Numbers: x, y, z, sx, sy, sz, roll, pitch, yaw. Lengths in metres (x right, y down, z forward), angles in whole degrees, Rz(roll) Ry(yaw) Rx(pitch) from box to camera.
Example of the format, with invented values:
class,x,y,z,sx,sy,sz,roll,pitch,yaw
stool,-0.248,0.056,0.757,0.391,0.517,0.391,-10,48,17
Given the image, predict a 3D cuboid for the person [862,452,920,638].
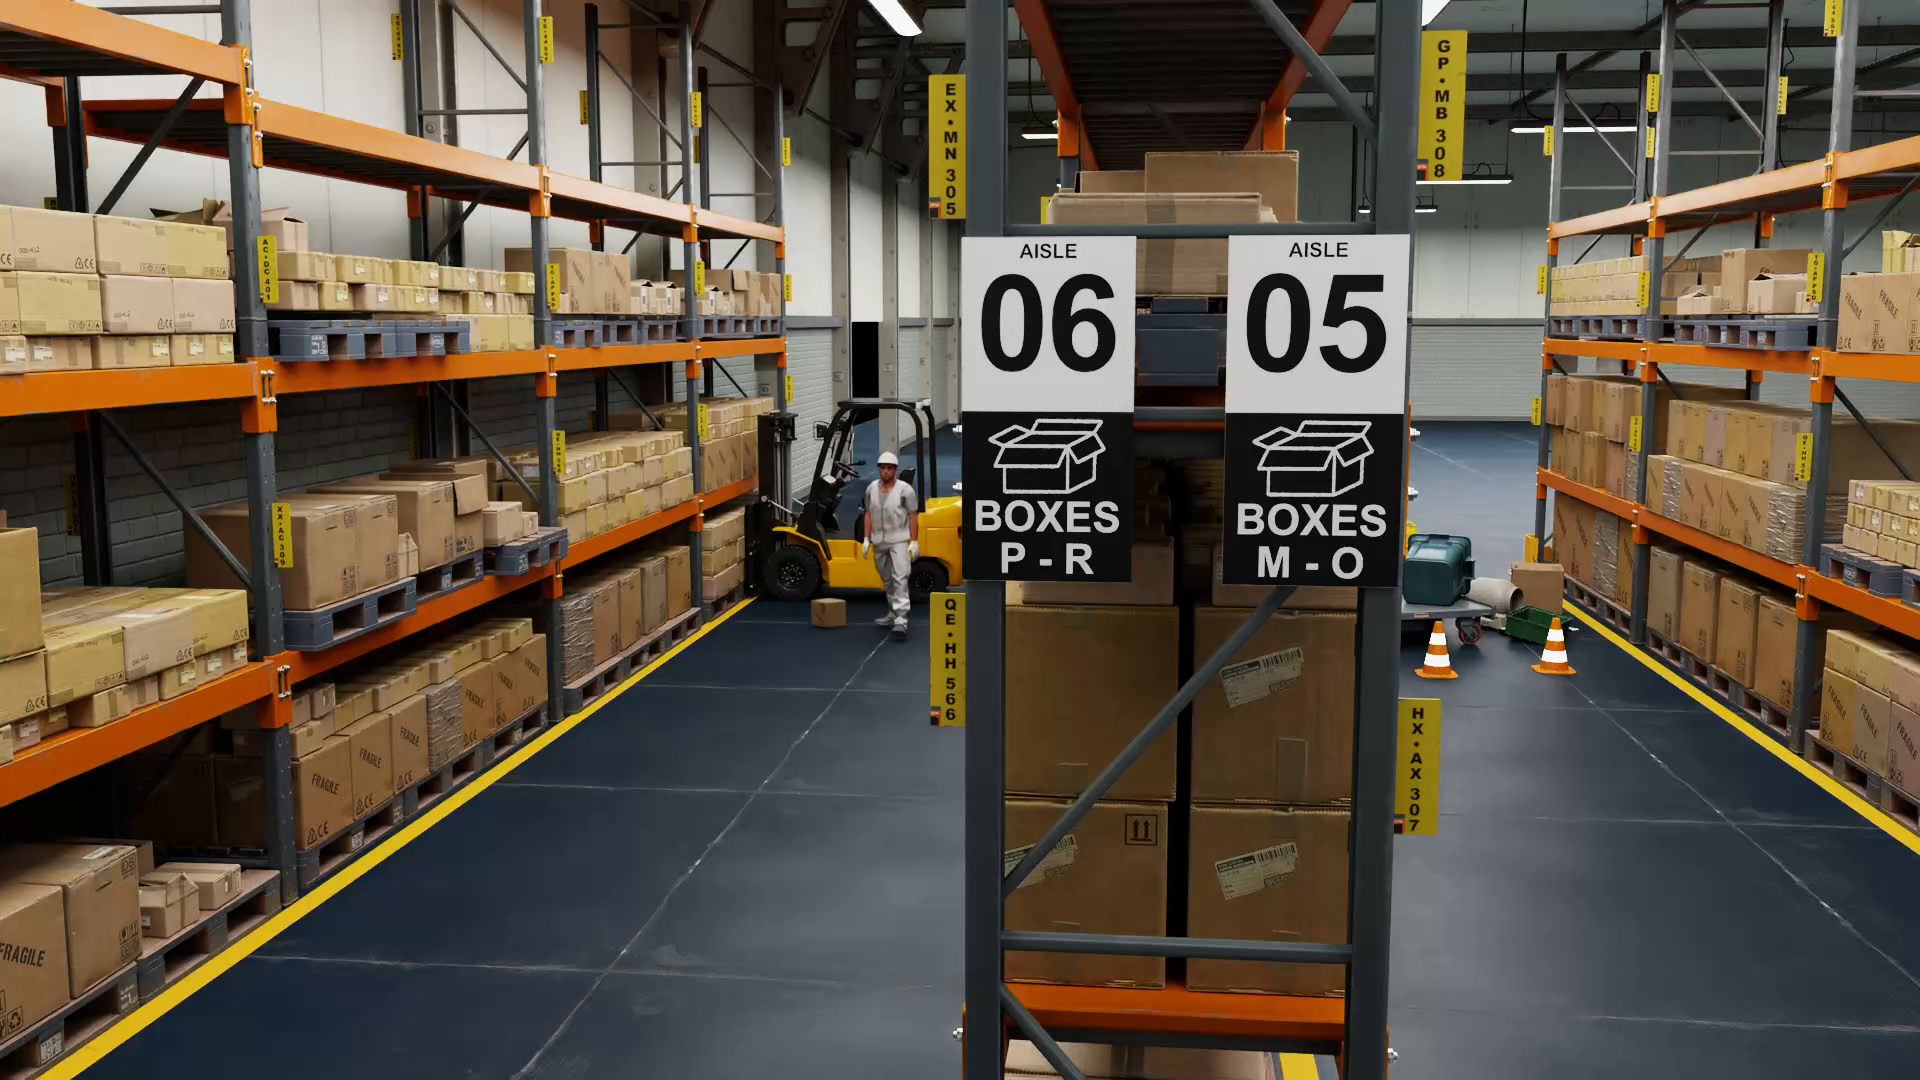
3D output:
class,x,y,z,sx,sy,sz,roll,pitch,yaw
person,-0.661,0.028,15.944,0.645,1.750,0.890,4,8,26
